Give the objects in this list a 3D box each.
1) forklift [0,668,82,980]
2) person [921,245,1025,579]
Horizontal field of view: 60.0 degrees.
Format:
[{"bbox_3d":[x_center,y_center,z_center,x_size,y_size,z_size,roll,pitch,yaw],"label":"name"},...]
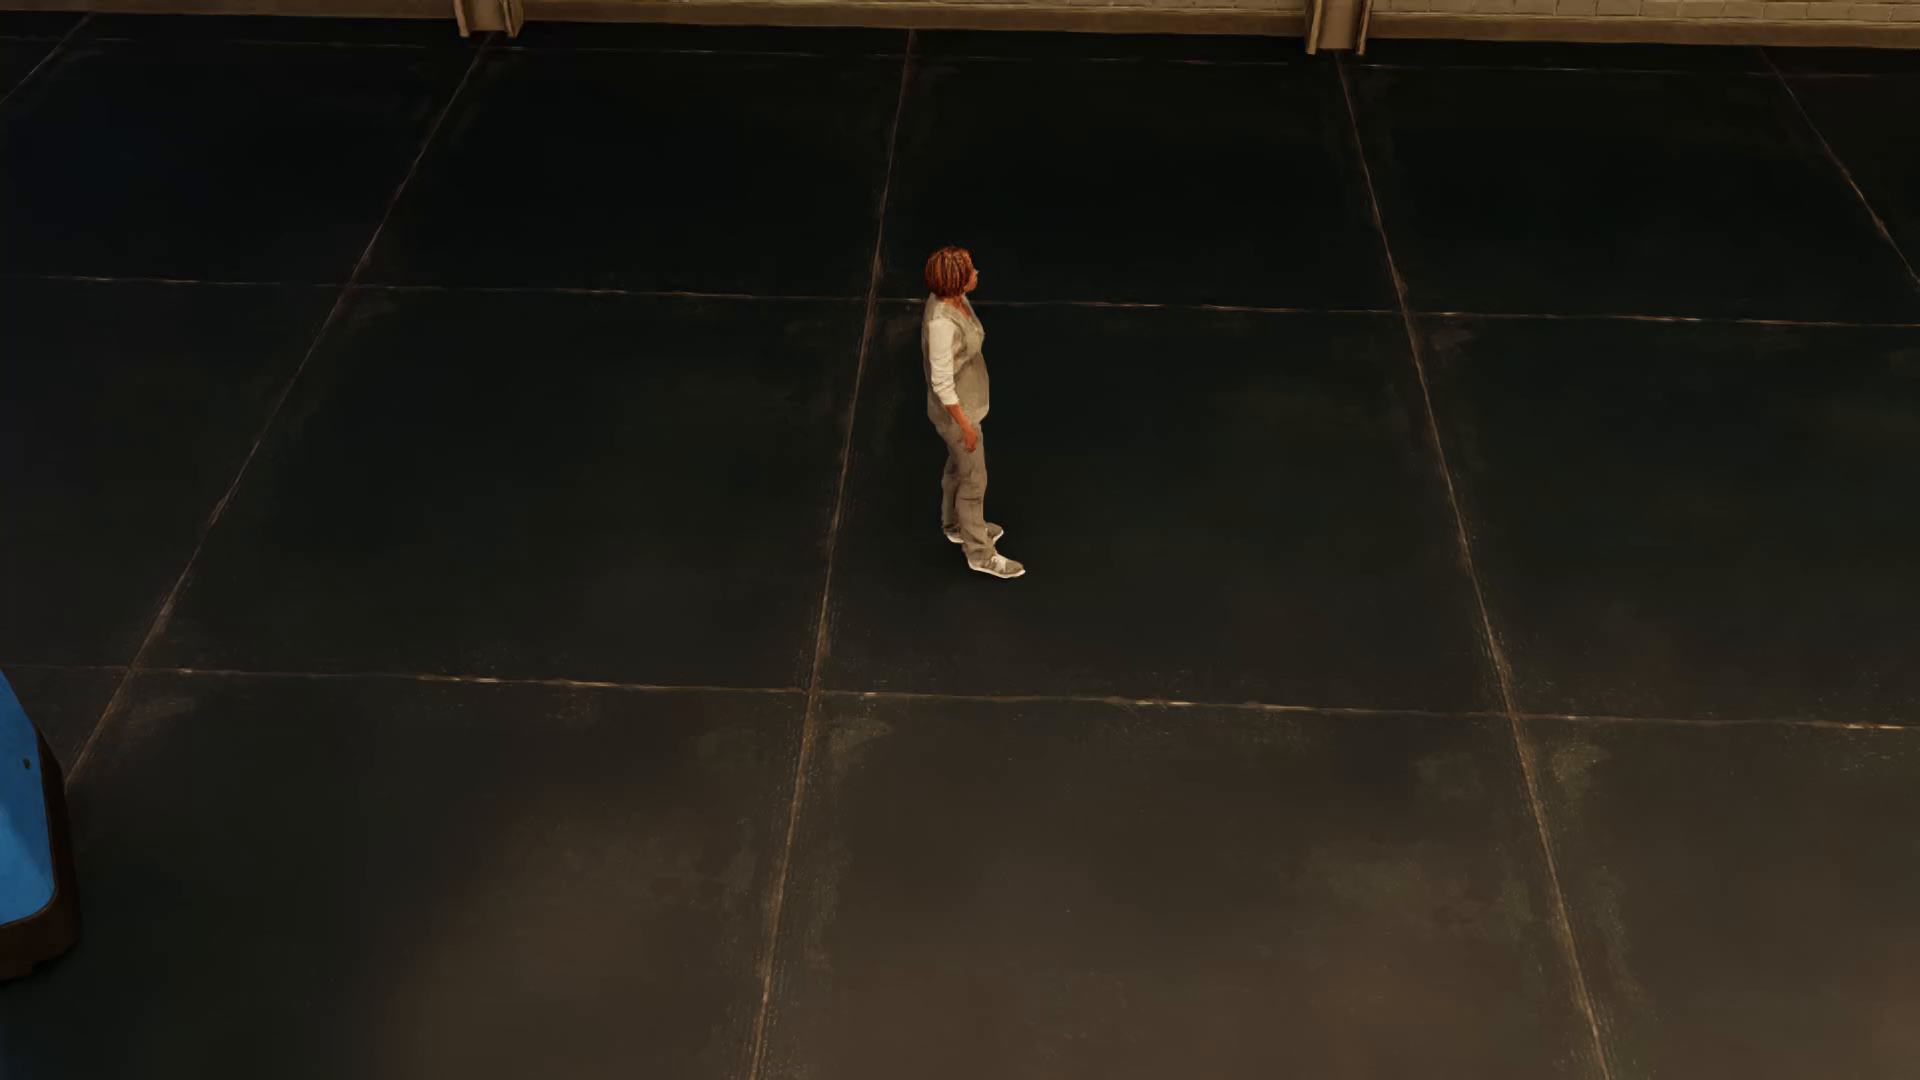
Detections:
[{"bbox_3d":[-4.833,0.616,5.067,3.031,2.935,1.130,-19,46,-19],"label":"forklift"},{"bbox_3d":[0.078,-0.583,7.360,0.464,1.597,0.521,2,42,2],"label":"person"}]
